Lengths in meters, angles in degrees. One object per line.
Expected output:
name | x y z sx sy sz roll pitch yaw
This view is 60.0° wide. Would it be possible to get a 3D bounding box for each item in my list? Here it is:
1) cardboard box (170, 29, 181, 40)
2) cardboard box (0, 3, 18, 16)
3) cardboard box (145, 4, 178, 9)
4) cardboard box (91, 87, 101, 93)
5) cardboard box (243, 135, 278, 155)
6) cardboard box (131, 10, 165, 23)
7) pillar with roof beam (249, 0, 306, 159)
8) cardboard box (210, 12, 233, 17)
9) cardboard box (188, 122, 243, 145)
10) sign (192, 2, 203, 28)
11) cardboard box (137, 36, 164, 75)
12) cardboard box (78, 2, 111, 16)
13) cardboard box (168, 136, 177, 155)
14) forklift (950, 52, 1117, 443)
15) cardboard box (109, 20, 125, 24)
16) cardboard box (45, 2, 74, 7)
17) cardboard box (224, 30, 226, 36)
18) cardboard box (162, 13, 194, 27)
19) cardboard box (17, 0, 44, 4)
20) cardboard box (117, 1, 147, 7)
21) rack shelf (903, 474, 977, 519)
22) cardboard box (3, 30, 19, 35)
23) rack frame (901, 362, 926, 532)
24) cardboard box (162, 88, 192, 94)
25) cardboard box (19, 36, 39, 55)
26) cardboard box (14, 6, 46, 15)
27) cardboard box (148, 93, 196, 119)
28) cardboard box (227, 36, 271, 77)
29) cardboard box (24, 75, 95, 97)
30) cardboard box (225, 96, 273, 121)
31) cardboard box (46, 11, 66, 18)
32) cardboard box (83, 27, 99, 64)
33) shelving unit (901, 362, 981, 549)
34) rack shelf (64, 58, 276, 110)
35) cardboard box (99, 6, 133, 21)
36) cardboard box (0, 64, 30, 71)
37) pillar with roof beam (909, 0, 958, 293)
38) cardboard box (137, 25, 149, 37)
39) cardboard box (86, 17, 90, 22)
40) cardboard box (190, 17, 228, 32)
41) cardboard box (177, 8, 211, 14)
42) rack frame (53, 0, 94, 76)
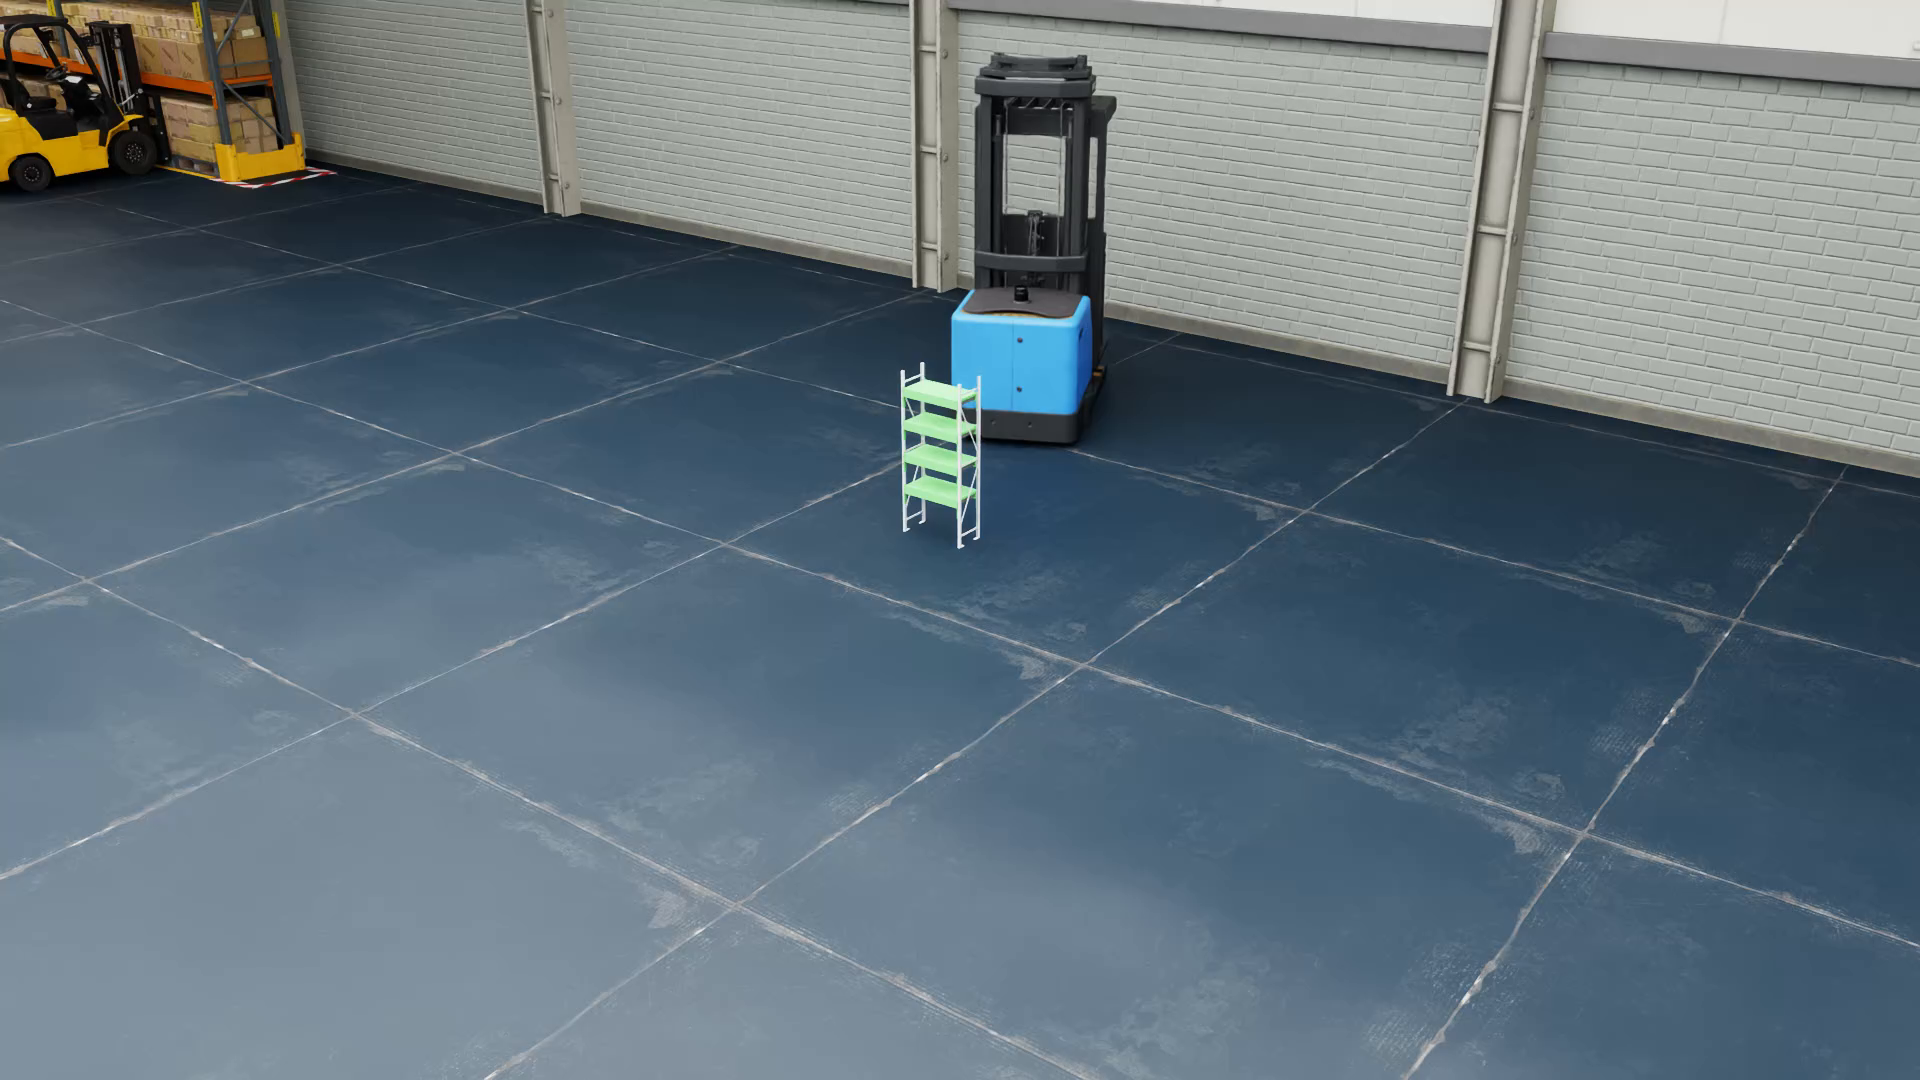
cardboard box | -10.689 -7.021 23.035 0.250 0.149 0.380 17 29 34
cardboard box | -14.757 -8.209 25.733 0.250 0.149 0.380 16 28 32
cardboard box | -11.609 -7.696 24.199 0.250 0.149 0.380 16 29 33
cardboard box | -12.449 -6.563 24.576 0.500 0.250 0.500 17 29 33
cardboard box | -10.126 -5.666 23.778 0.500 0.250 0.500 17 29 34
cardboard box | -11.495 -7.416 23.564 0.250 0.149 0.380 17 29 34
pillar with roof beam | -12.449 -8.365 19.576 0.400 9.000 9.100 17 29 33
cardboard box | -10.400 -7.312 23.328 0.250 0.149 0.380 17 29 34
cardboard box | -10.428 -5.729 23.303 0.500 0.250 0.500 16 29 33
sign | -10.187 -7.016 22.224 0.005 0.325 0.100 17 29 33
cardboard box | -11.222 -6.882 23.526 0.500 0.500 0.500 16 29 32
cardboard box | -12.700 -7.795 24.423 0.250 0.149 0.380 17 29 34
cardboard box | -11.203 -5.743 23.953 0.500 0.250 0.500 17 29 34
forklift | 0.711 -2.684 14.207 1.130 2.935 3.031 5 24 10
cardboard box | -11.947 -7.379 23.849 0.250 0.149 0.380 16 28 32
cardboard box | -13.987 -8.280 25.893 0.250 0.149 0.380 17 29 33
cardboard box | -10.202 -7.097 23.209 0.250 0.149 0.380 17 29 33
cardboard box | -10.860 -7.236 23.154 0.250 0.149 0.380 17 29 34
cardboard box | -14.630 -8.449 26.276 0.250 0.149 0.380 18 29 35
cardboard box | -12.219 -7.882 24.622 0.250 0.149 0.380 17 29 33
rack shelf | -0.132 -0.311 11.721 0.480 0.148 0.258 17 29 33
cardboard box | -14.419 -7.961 25.664 0.500 0.250 0.500 17 29 34
rack frame | -0.328 -0.648 11.733 0.015 1.200 0.240 17 29 33
cardboard box | -11.323 -6.489 24.406 0.500 0.250 0.500 16 28 32
cardboard box | -14.017 -7.606 25.478 0.500 0.250 0.500 17 29 33
cardboard box | -14.130 -8.024 25.313 0.250 0.149 0.380 16 28 32
cardboard box | -11.228 -6.192 23.733 0.500 0.250 0.500 17 29 34
cardboard box | -10.081 -6.805 23.350 0.500 0.500 0.500 18 29 35
cardboard box | -14.092 -6.935 26.195 0.625 0.625 0.875 16 29 33
cardboard box | -10.122 -6.119 23.566 0.500 0.250 0.500 16 29 33
cardboard box | -13.458 -7.871 24.965 0.250 0.149 0.380 18 29 35
cardboard box | -12.426 -7.251 24.362 0.500 0.500 0.500 17 29 34
shelving unit | -0.132 -0.589 11.599 0.503 1.200 0.258 17 29 33
rack shelf | -11.451 -6.704 24.138 4.000 0.370 1.077 17 29 33
cardboard box | -12.133 -7.581 23.938 0.250 0.149 0.380 16 29 32
cardboard box | -15.761 -7.435 27.328 0.625 0.625 0.875 18 29 35
pillar with roof beam | -2.847 -5.464 12.989 0.400 9.000 9.100 17 29 33
cardboard box | -11.337 -7.188 23.416 0.250 0.149 0.380 17 29 34
cardboard box | -12.521 -7.582 24.309 0.250 0.149 0.380 17 29 33
cardboard box | -10.264 -7.047 22.727 0.250 0.149 0.380 17 29 33
cardboard box | -10.966 -7.528 23.817 0.250 0.149 0.380 16 28 32
rack frame | -13.051 -7.517 25.091 0.127 3.000 1.000 17 29 33
